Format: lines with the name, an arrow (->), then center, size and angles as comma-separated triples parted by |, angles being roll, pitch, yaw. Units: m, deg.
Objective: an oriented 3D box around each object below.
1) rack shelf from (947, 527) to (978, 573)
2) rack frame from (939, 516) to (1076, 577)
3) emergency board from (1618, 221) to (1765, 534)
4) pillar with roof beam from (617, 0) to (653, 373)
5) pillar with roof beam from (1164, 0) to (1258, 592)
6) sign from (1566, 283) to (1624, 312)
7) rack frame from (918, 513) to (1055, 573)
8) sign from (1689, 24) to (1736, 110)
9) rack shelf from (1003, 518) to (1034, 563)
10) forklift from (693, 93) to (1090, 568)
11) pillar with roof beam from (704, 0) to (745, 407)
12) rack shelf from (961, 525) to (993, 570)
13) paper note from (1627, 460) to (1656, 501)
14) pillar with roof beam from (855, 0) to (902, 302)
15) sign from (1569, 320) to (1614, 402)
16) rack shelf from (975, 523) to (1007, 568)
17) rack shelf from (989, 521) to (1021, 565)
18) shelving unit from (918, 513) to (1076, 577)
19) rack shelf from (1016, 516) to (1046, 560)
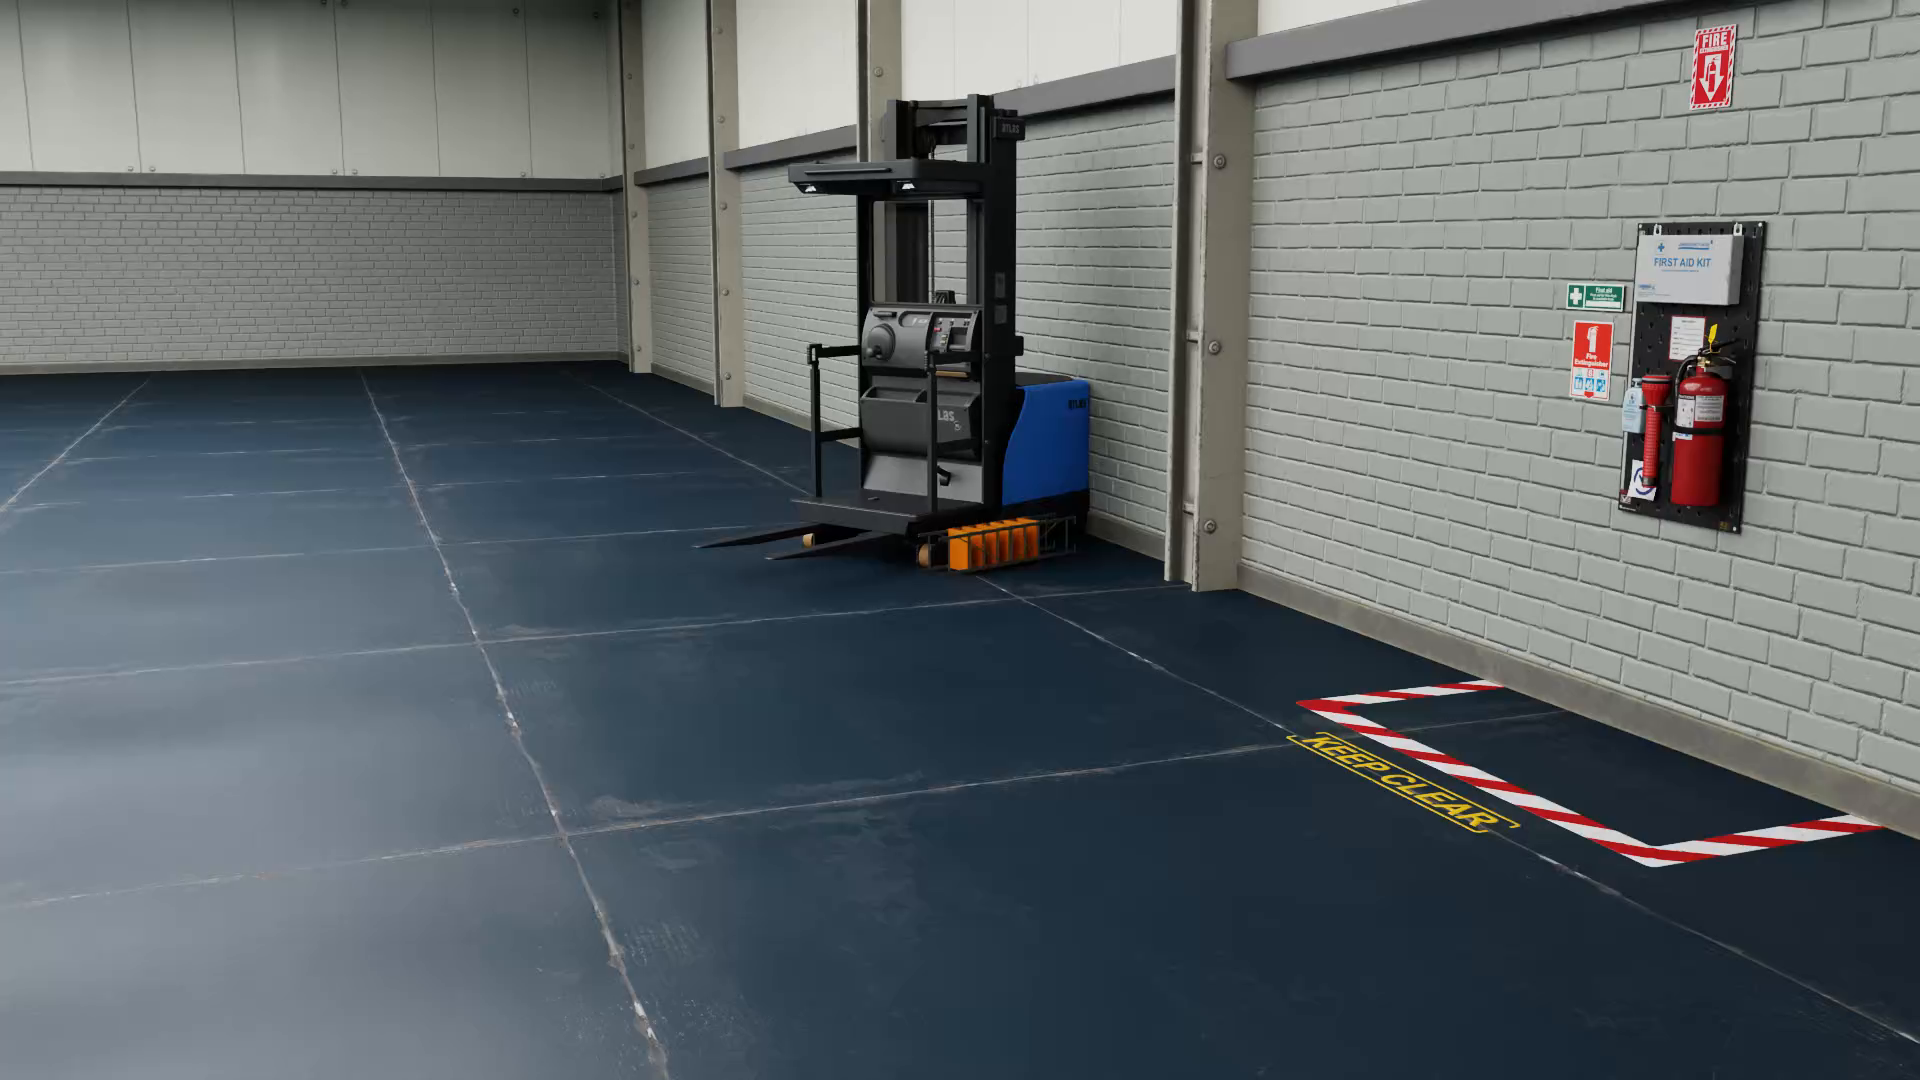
rack shelf -> 0.019, 0.060, 10.245 | 0.103, 0.258, 0.180 | -9, 14, -42
rack frame -> 0.312, 0.034, 10.391 | 1.200, 0.240, 0.006 | -9, 14, -42
emergency board -> 2.766, -0.643, 6.470 | 0.194, 1.169, 0.643 | -4, 11, -21
pillar with roof beam -> -9.084, -6.835, 24.151 | 9.100, 9.000, 0.400 | -4, 11, -21
pillar with roof beam -> -2.561, -3.897, 7.634 | 9.100, 9.000, 0.400 | -4, 11, -21
sign -> 2.655, -1.017, 6.958 | 0.001, 0.109, 0.331 | -4, 11, -21
rack frame -> 0.187, 0.010, 10.523 | 1.200, 0.240, 0.006 | -9, 14, -42
sign -> 2.856, -1.792, 6.310 | 0.001, 0.298, 0.199 | -4, 11, -21
rack shelf -> 0.369, 0.002, 10.568 | 0.103, 0.258, 0.180 | -9, 14, -42
forklift -> -0.394, -1.357, 10.679 | 1.130, 2.935, 3.031 | 8, 13, 38
pillar with roof beam -> -6.909, -5.856, 18.645 | 9.100, 9.000, 0.400 | -4, 11, -21
rack shelf -> 0.106, 0.045, 10.325 | 0.103, 0.258, 0.180 | -9, 14, -42
paper note -> 2.766, -0.243, 6.735 | 0.016, 0.148, 0.142 | -4, 11, -21
pillar with roof beam -> -4.735, -4.876, 13.139 | 9.100, 9.000, 0.400 | -4, 11, -21
sign -> 2.662, -0.757, 7.011 | 0.001, 0.329, 0.234 | -4, 11, -21
rack shelf -> 0.194, 0.031, 10.406 | 0.103, 0.258, 0.180 | -9, 14, -42
rack shelf -> 0.282, 0.017, 10.487 | 0.103, 0.258, 0.180 | -9, 14, -42
shelving unit -> 0.249, 0.022, 10.457 | 1.200, 0.258, 0.189 | -9, 14, -42
rack shelf -> 0.457, -0.012, 10.649 | 0.103, 0.258, 0.180 | -9, 14, -42
